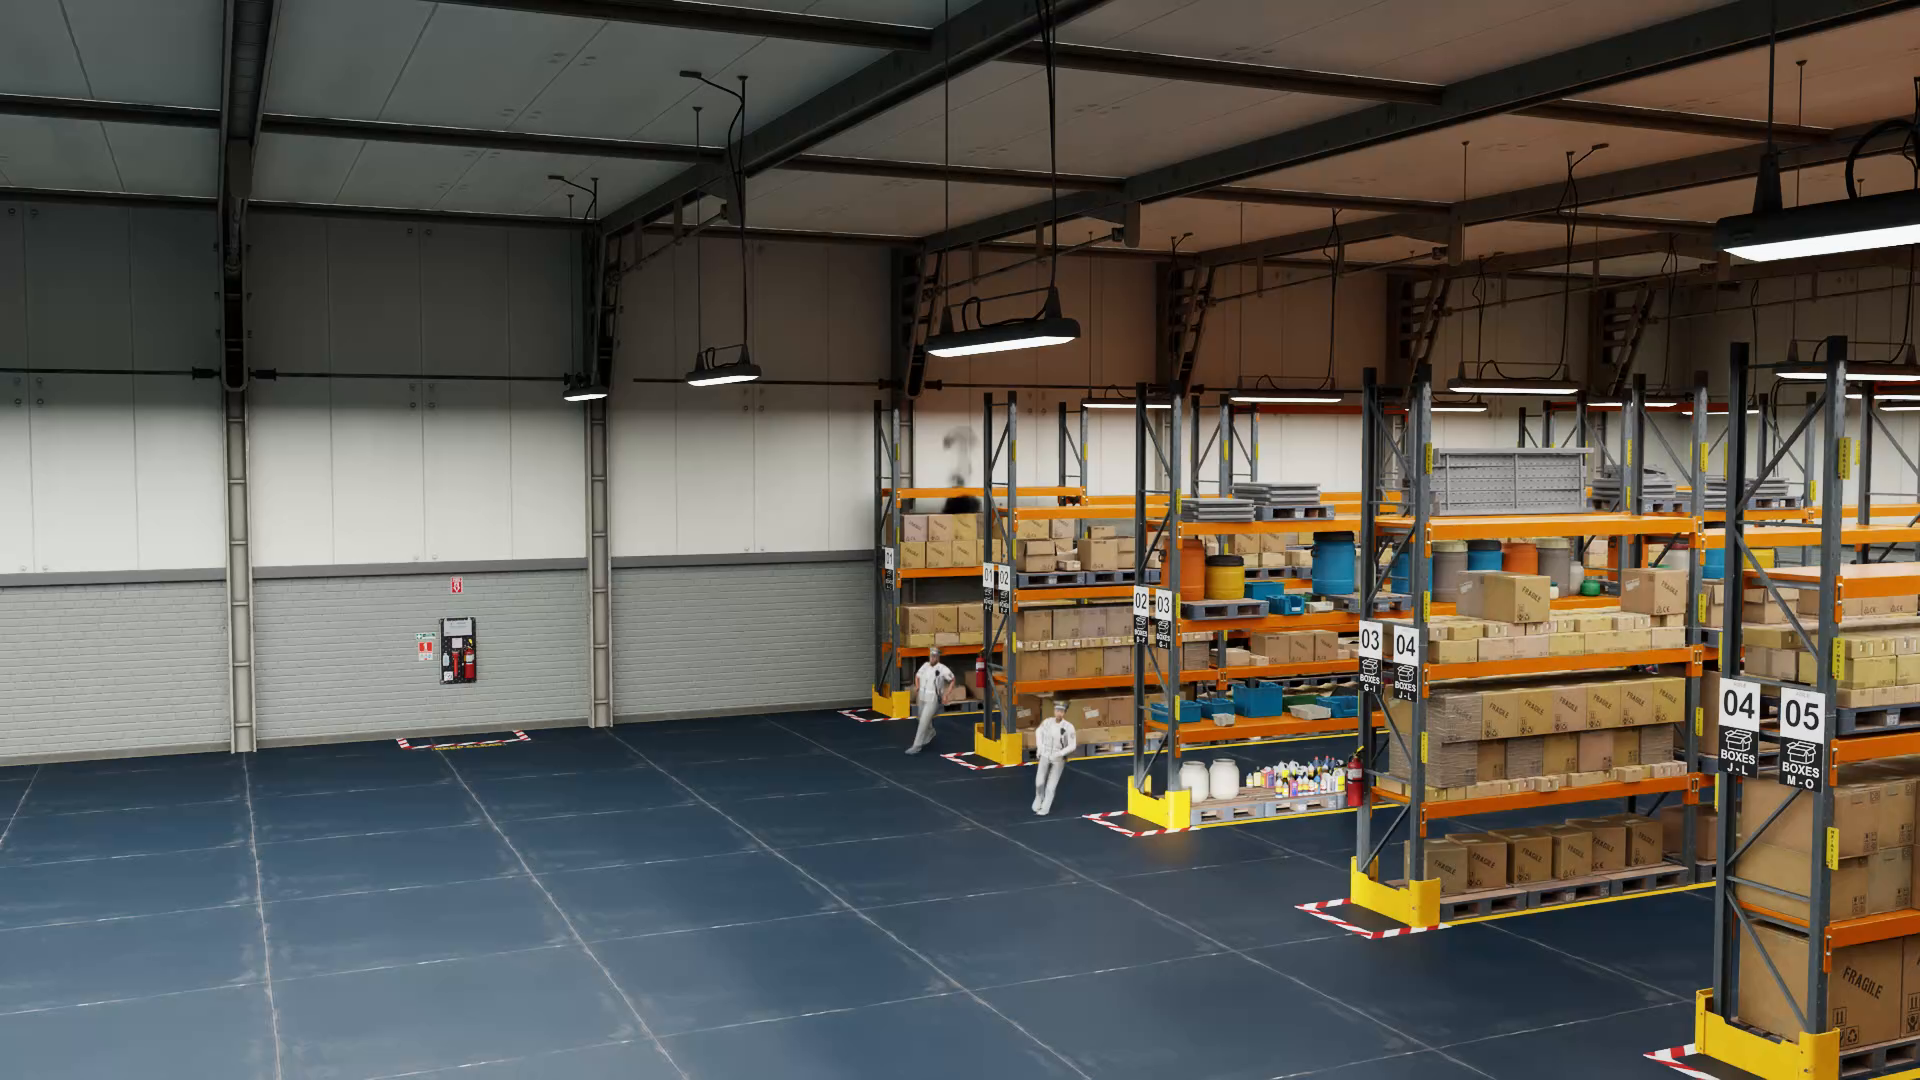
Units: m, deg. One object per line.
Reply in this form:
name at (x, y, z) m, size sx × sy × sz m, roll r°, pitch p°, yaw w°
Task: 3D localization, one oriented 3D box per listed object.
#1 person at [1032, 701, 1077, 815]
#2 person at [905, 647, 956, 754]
person at (1.288, 3.009, 22.897) m, size 0.652 × 1.620 × 0.529 m, roll 1°, pitch 3°, yaw 15°
person at (-0.496, 2.663, 27.838) m, size 0.736 × 1.752 × 0.973 m, roll 2°, pitch 4°, yaw 34°
